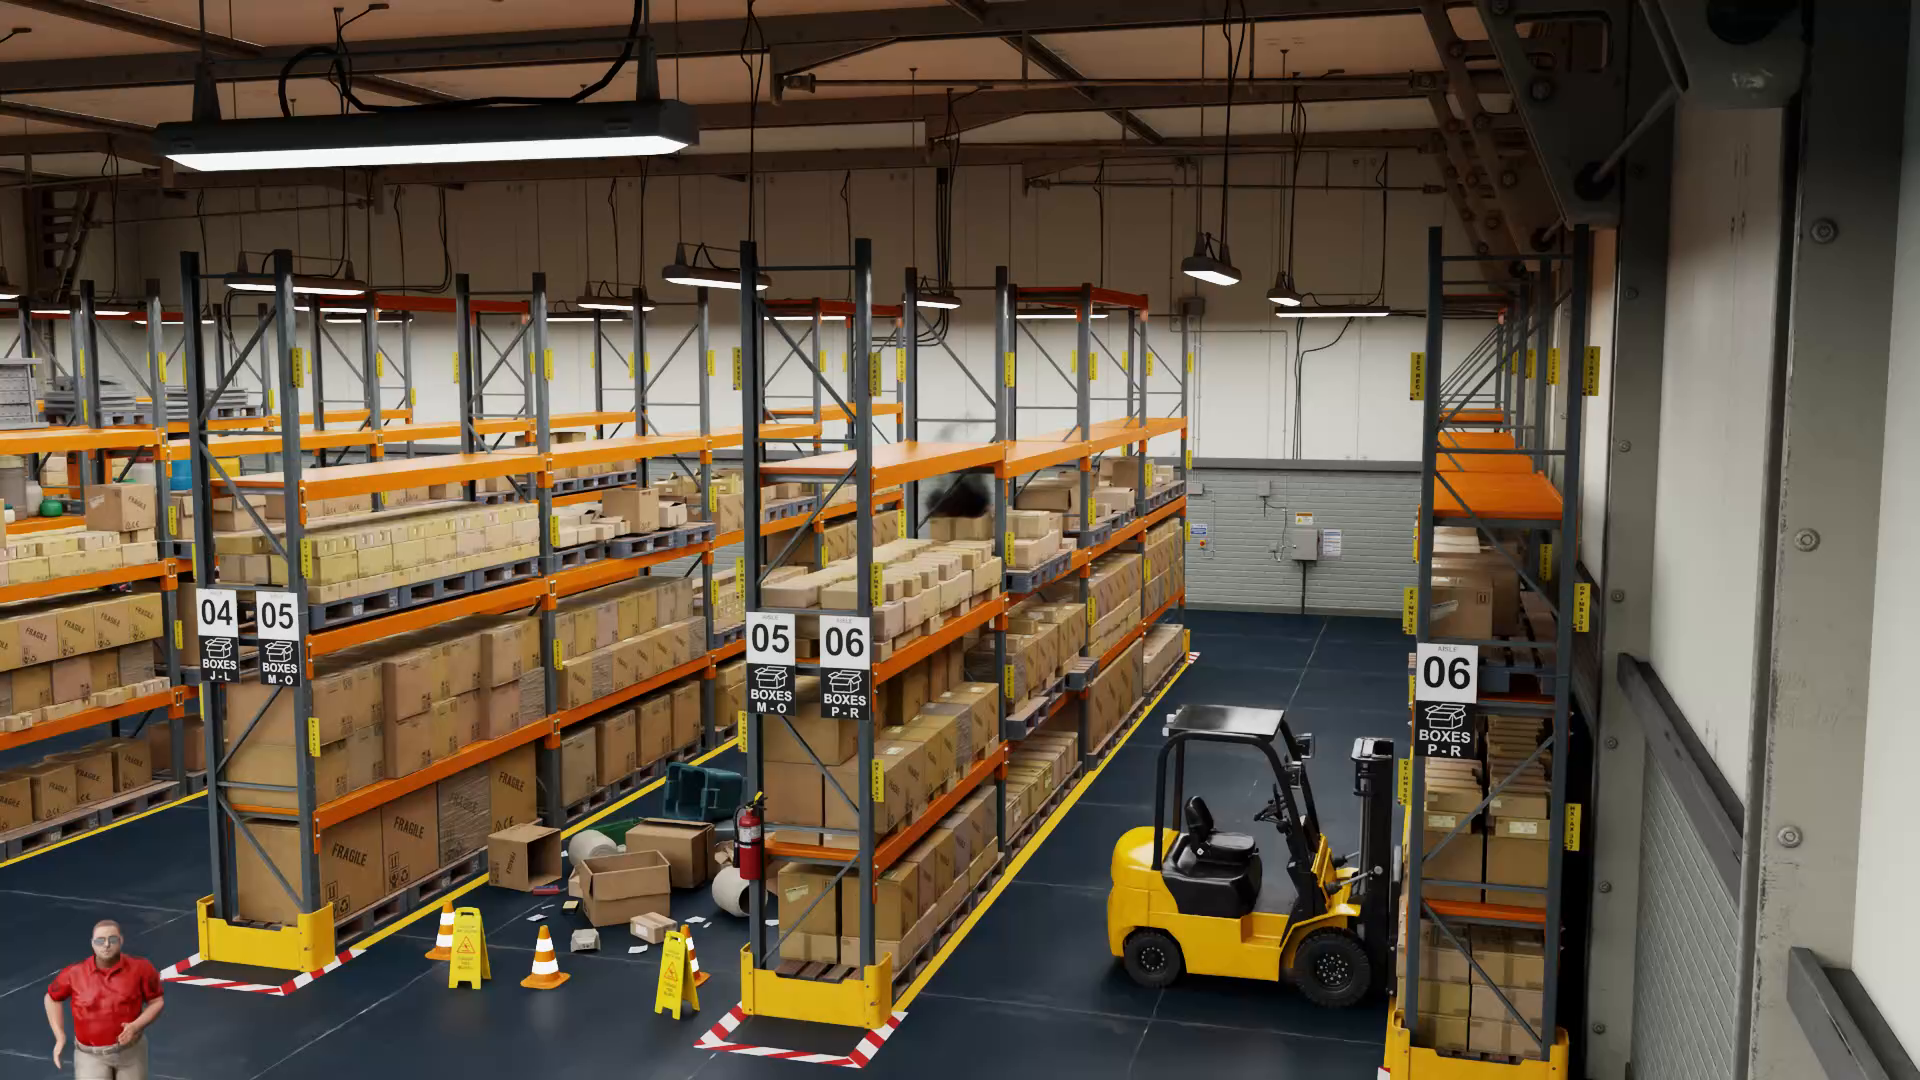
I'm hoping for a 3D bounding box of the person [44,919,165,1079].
[{"bbox_3d":[-5.213,3.181,10.201,0.646,1.690,0.650,-4,8,-32],"label":"person"}]
